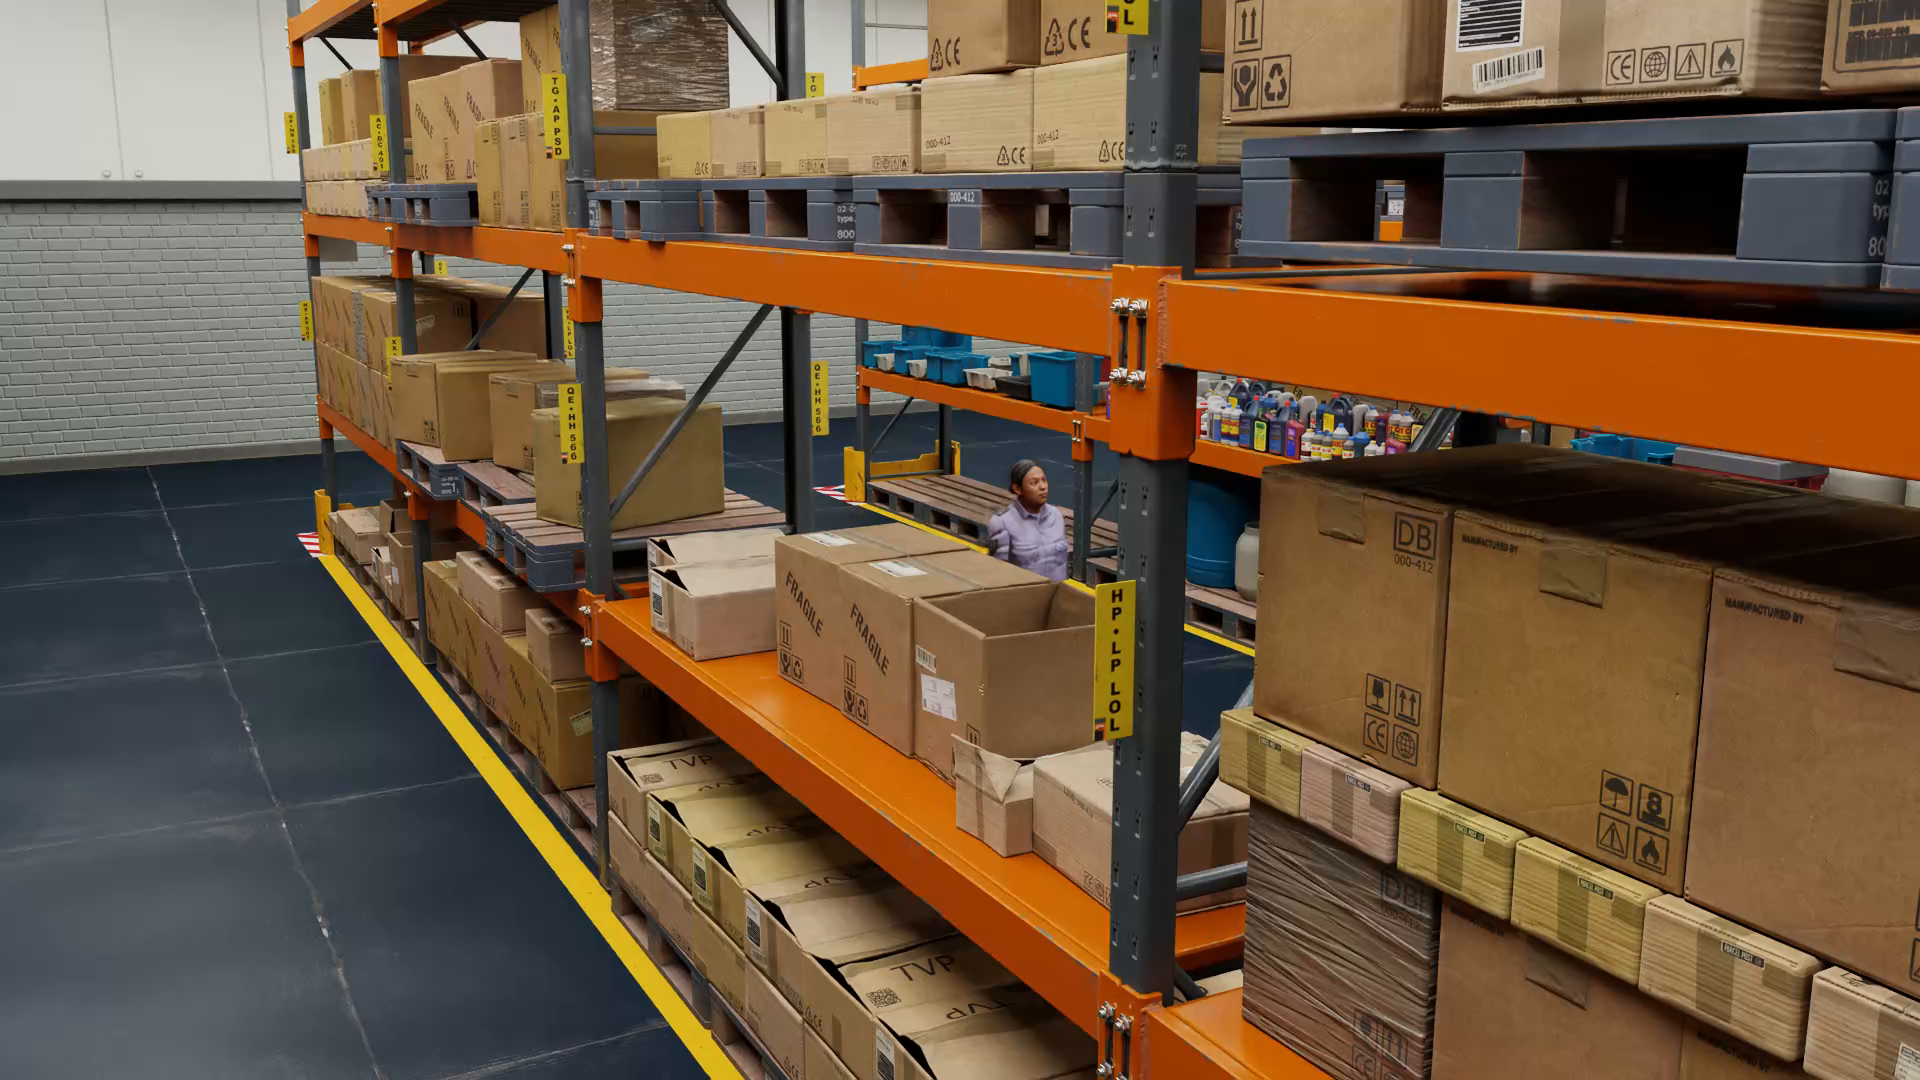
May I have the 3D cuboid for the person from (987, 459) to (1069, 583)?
[{"bbox_3d":[0.358,0.434,8.510,0.482,1.714,0.622,-6,13,-25],"label":"person"}]
